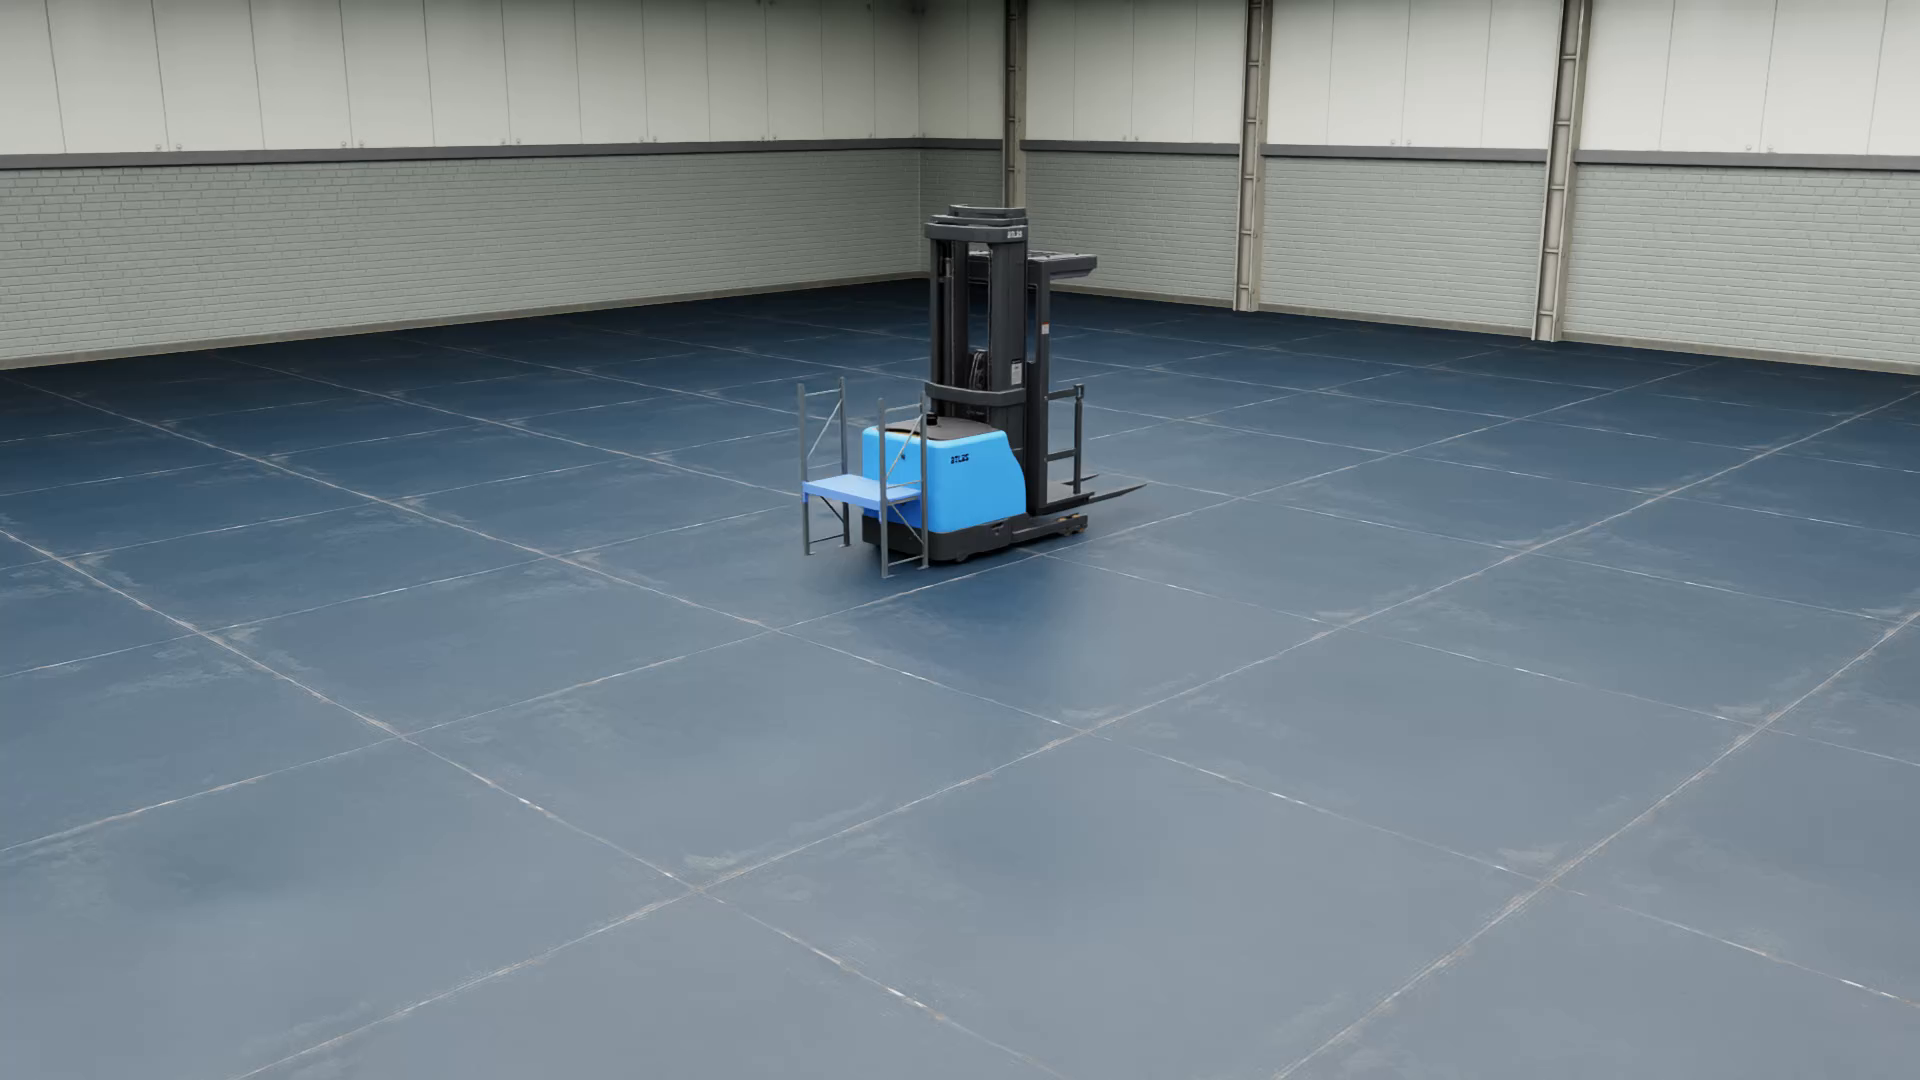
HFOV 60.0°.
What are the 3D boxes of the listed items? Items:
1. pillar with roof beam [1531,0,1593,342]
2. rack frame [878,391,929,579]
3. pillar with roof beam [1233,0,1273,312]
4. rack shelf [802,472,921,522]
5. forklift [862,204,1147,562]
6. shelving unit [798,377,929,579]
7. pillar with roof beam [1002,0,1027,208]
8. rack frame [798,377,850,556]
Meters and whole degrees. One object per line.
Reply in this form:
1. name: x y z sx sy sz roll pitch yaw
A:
1. pillar with roof beam: 6.795 -6.910 23.605 0.400 9.000 9.100 14 20 42
2. rack frame: -0.462 -0.452 13.680 0.500 1.500 0.032 -15 21 -42
3. pillar with roof beam: 2.476 -7.960 27.635 0.400 9.000 9.100 14 20 42
4. rack shelf: -0.816 -0.370 14.079 0.538 0.185 1.000 -15 21 -42
5. forklift: 0.525 -1.530 14.992 1.130 2.935 3.031 14 20 42
6. shelving unit: -0.817 -0.544 14.032 0.538 1.500 1.048 -15 21 -42
7. pillar with roof beam: -1.843 -9.010 31.665 0.400 9.000 9.100 14 20 42
8. rack frame: -1.173 -0.635 14.384 0.500 1.500 0.032 -15 21 -42
